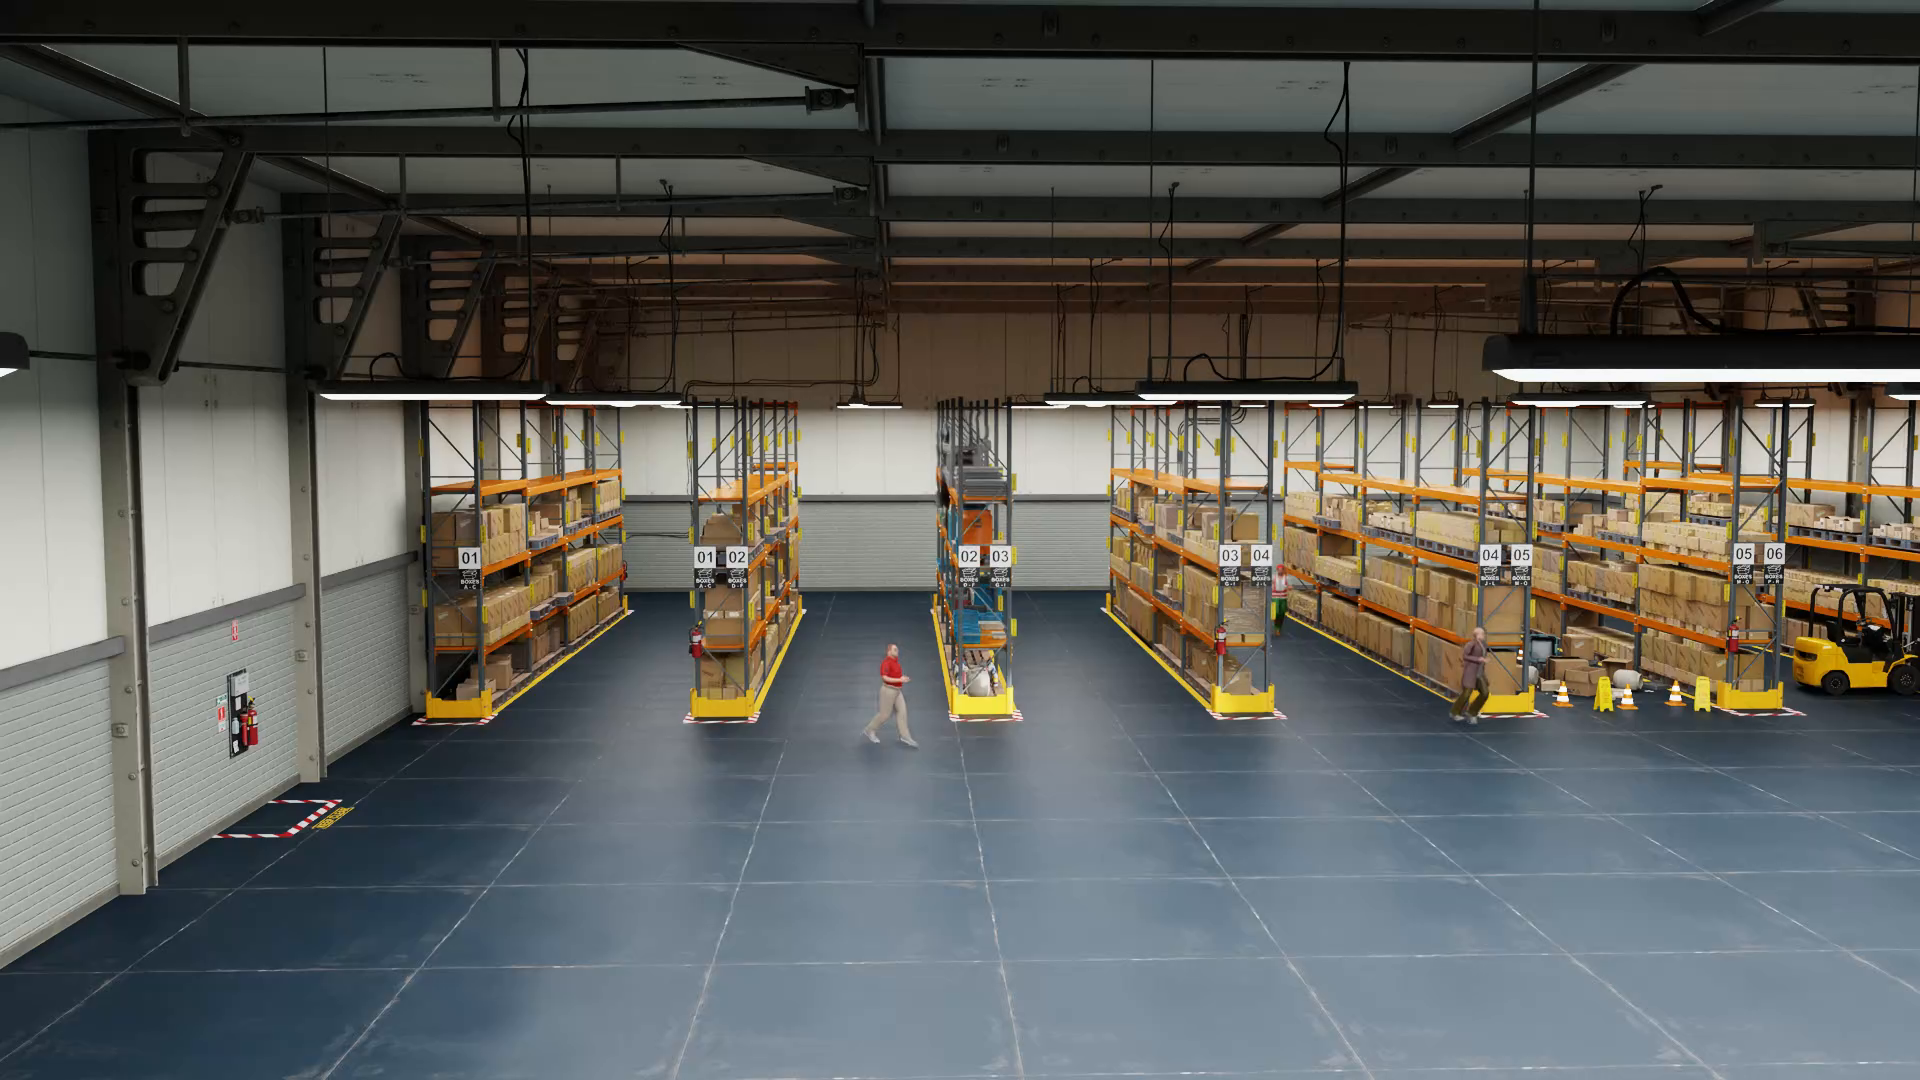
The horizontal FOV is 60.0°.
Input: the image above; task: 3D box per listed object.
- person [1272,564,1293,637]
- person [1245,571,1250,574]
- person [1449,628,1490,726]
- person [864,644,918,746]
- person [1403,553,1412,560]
[{"bbox_3d":[8.182,1.525,42.573,0.655,1.829,0.820,0,4,-2],"label":"person"},{"bbox_3d":[8.013,1.285,47.526,0.562,1.602,0.766,1,5,17],"label":"person"},{"bbox_3d":[9.479,2.507,30.570,0.712,1.792,0.764,-3,5,-31],"label":"person"},{"bbox_3d":[-1.194,2.649,28.454,0.943,1.757,0.676,2,5,21],"label":"person"},{"bbox_3d":[13.251,1.049,49.256,0.737,1.830,0.677,0,4,2],"label":"person"}]
